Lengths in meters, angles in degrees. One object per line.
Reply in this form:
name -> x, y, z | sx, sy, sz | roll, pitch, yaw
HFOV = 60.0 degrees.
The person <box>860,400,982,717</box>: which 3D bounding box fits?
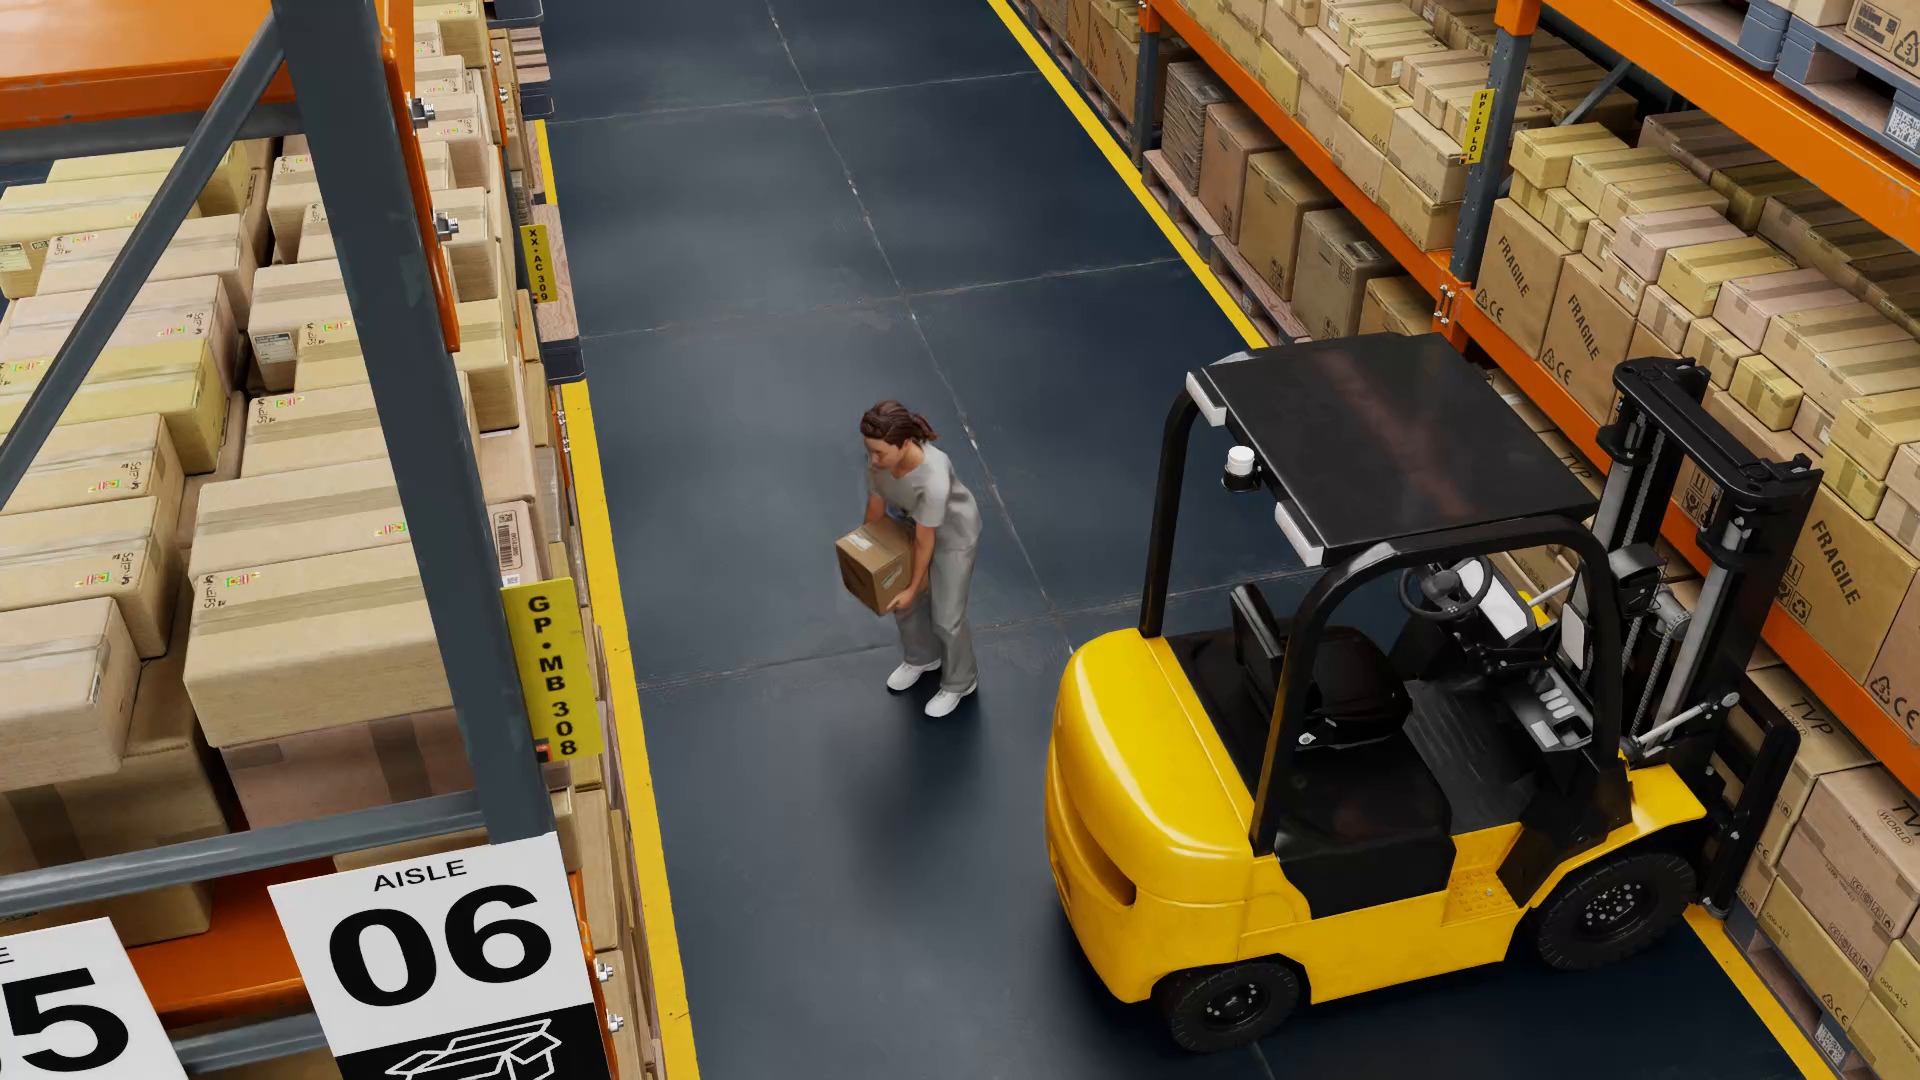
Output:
person -> -0.168, 0.055, 6.711 | 0.408, 1.599, 0.551 | 32, 48, 34
